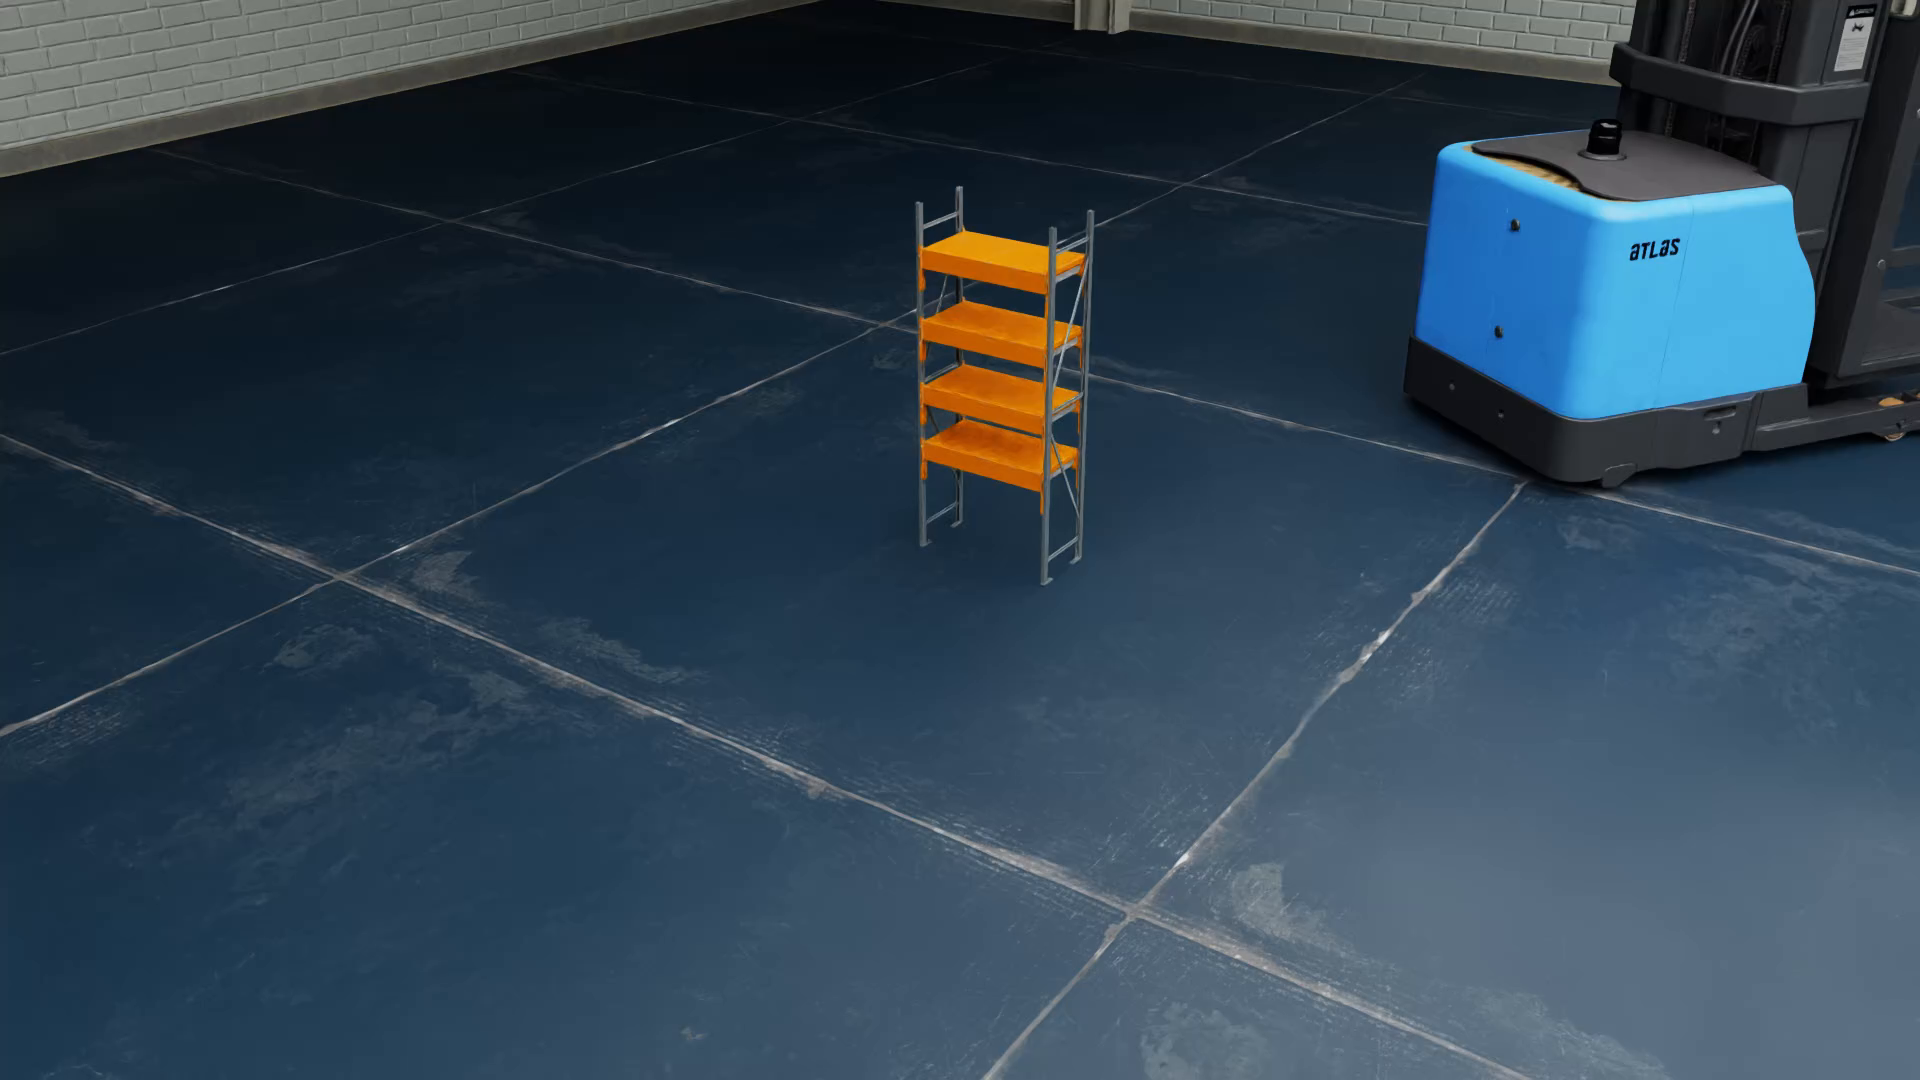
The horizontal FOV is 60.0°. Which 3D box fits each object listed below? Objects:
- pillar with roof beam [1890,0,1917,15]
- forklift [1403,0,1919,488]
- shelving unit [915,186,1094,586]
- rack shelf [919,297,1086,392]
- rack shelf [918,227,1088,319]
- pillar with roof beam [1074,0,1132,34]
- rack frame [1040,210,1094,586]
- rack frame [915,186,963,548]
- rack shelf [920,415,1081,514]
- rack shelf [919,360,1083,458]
[{"bbox_3d":[3.747,-5.313,6.268,0.400,9.000,9.100,17,32,30],"label":"pillar with roof beam"},{"bbox_3d":[3.380,-1.907,6.265,3.031,2.935,1.130,-10,29,-19],"label":"forklift"},{"bbox_3d":[0.136,-0.492,5.394,0.503,1.200,0.258,17,32,30],"label":"shelving unit"},{"bbox_3d":[0.136,-0.632,5.323,0.480,0.148,0.258,17,32,30],"label":"rack shelf"},{"bbox_3d":[0.136,-0.842,5.216,0.480,0.148,0.258,17,32,30],"label":"rack shelf"},{"bbox_3d":[-1.199,-6.854,9.296,0.400,9.000,9.100,17,32,30],"label":"pillar with roof beam"},{"bbox_3d":[0.338,-0.430,5.271,0.015,1.200,0.240,17,32,30],"label":"rack frame"},{"bbox_3d":[-0.065,-0.555,5.517,0.015,1.200,0.240,17,32,30],"label":"rack frame"},{"bbox_3d":[0.136,-0.255,5.515,0.480,0.148,0.258,17,32,30],"label":"rack shelf"},{"bbox_3d":[0.136,-0.432,5.425,0.480,0.148,0.258,17,32,30],"label":"rack shelf"}]
